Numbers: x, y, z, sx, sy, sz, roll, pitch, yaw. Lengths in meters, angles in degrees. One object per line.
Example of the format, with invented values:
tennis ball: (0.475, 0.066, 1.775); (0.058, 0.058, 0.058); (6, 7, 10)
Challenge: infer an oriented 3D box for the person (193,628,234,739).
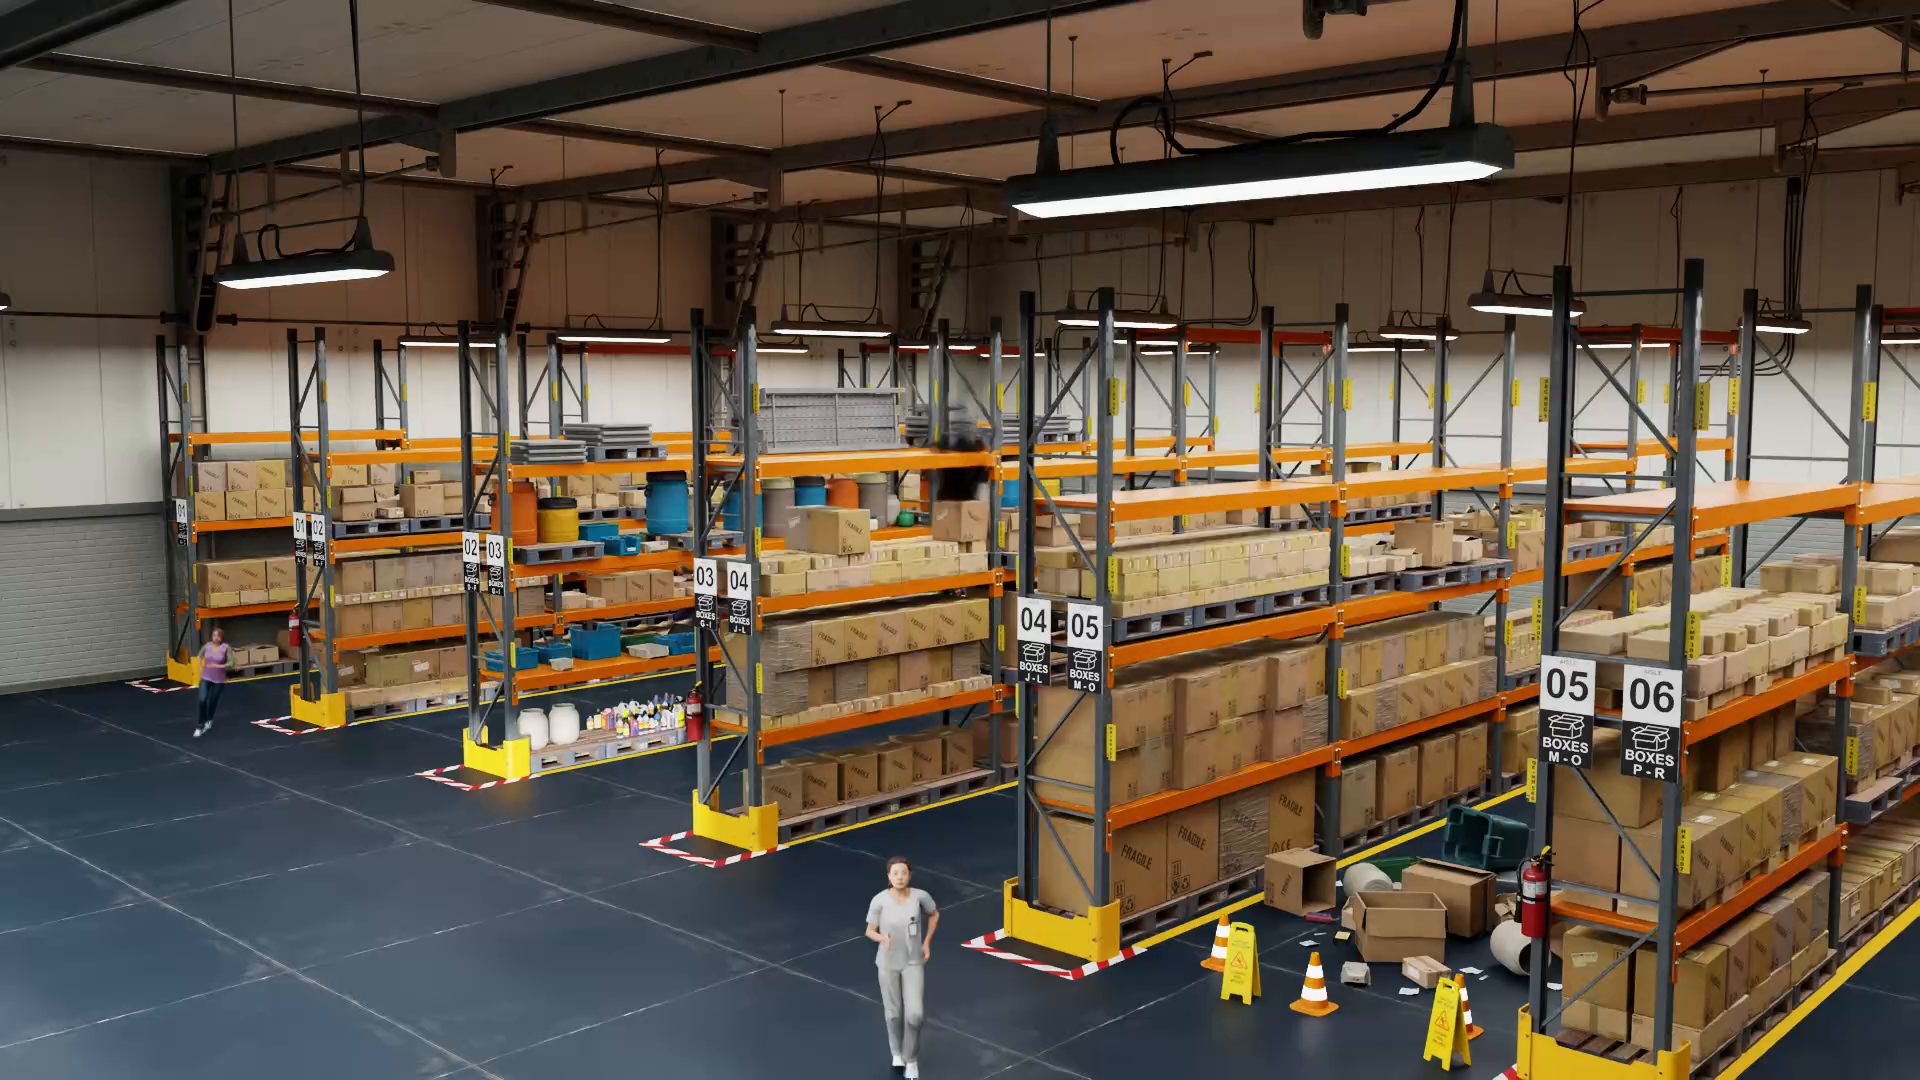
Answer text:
person: (-11.001, 2.105, 24.553); (0.583, 1.606, 0.656); (-2, 6, -16)

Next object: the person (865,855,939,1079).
person: (-0.427, 3.184, 12.332); (0.545, 1.689, 0.654); (0, 5, -1)

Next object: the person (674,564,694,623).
person: (-5.413, 1.319, 32.551); (0.691, 1.680, 0.619); (-5, 7, -44)
